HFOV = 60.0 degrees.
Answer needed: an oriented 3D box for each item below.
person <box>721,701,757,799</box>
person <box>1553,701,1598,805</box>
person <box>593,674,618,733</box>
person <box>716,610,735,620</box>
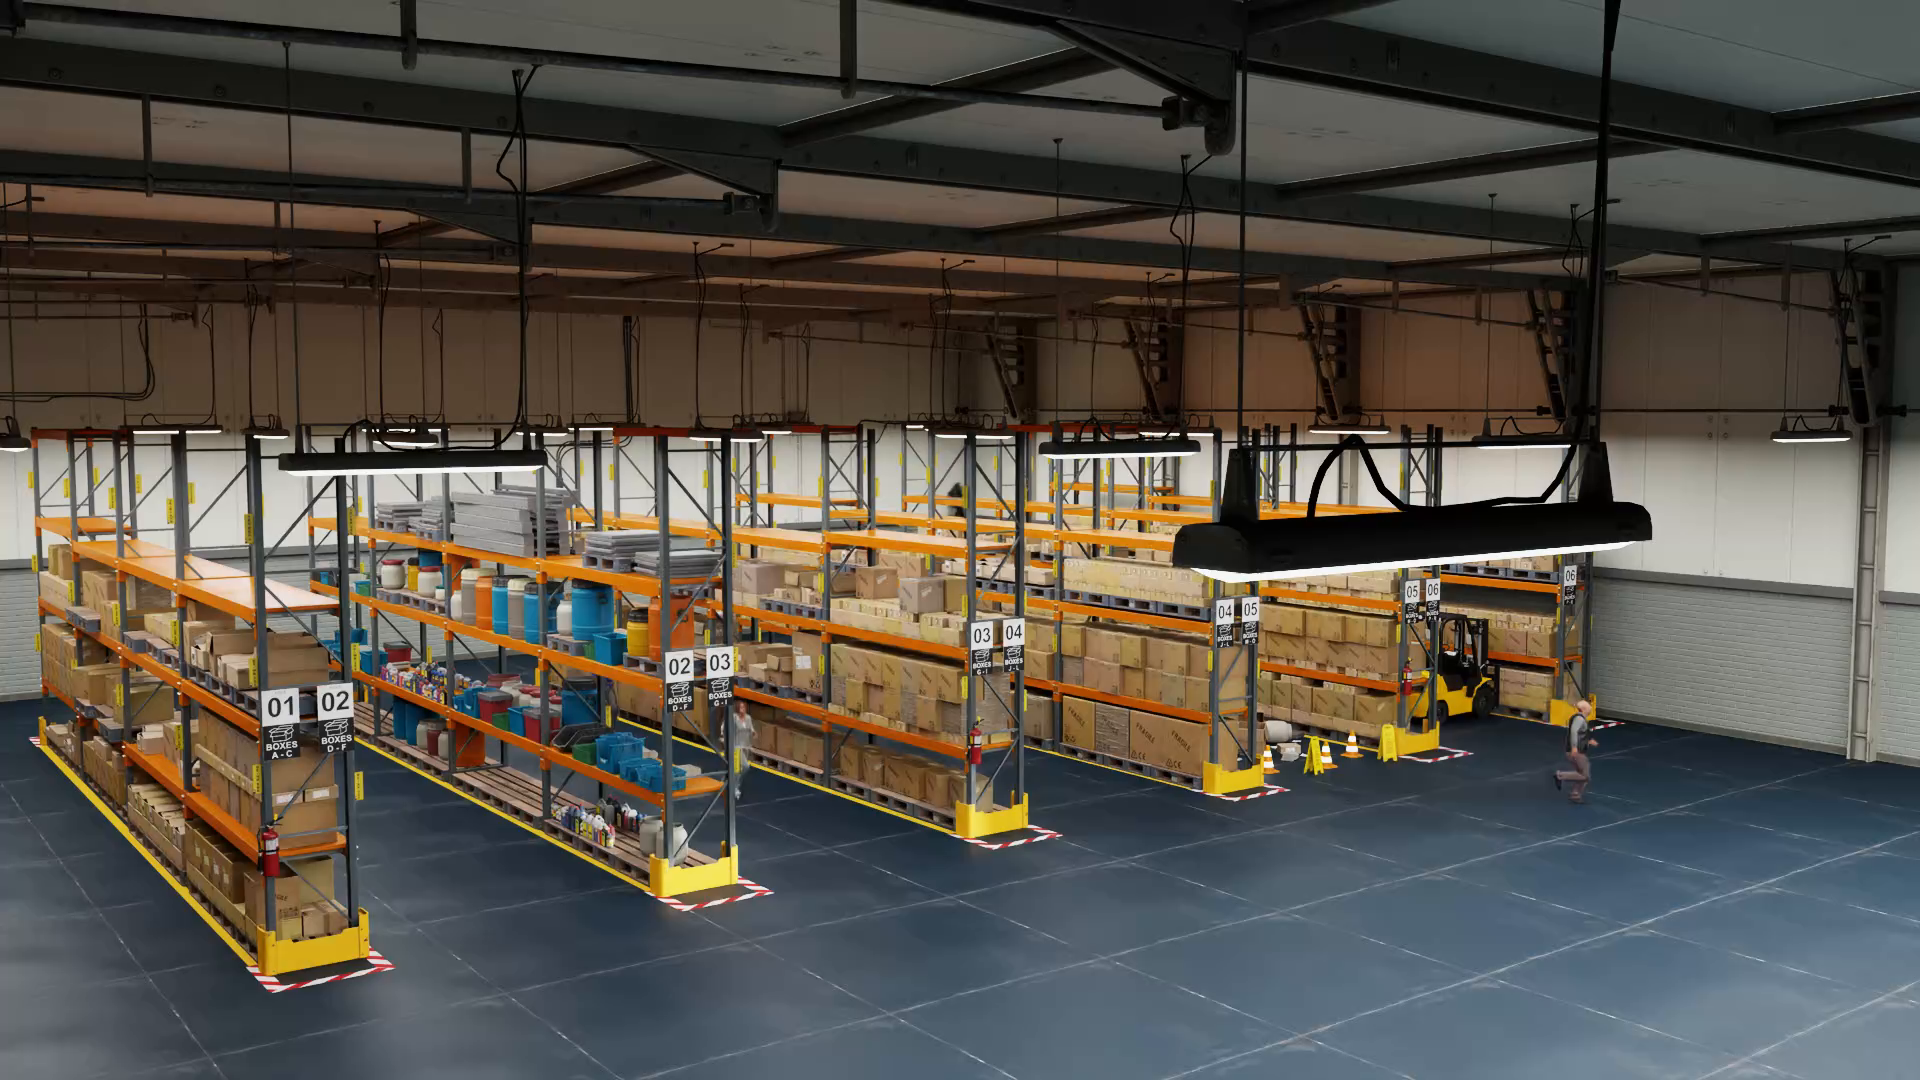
[{"bbox_3d":[-3.561,3.414,27.111,0.653,1.598,0.510,4,6,44],"label":"person"},{"bbox_3d":[9.894,3.419,26.721,0.691,1.682,0.691,1,5,15],"label":"person"},{"bbox_3d":[-6.886,3.040,32.223,0.561,1.620,0.761,-4,6,-40],"label":"person"},{"bbox_3d":[-5.916,2.248,41.134,1.064,1.769,0.633,-4,6,-44],"label":"person"}]
